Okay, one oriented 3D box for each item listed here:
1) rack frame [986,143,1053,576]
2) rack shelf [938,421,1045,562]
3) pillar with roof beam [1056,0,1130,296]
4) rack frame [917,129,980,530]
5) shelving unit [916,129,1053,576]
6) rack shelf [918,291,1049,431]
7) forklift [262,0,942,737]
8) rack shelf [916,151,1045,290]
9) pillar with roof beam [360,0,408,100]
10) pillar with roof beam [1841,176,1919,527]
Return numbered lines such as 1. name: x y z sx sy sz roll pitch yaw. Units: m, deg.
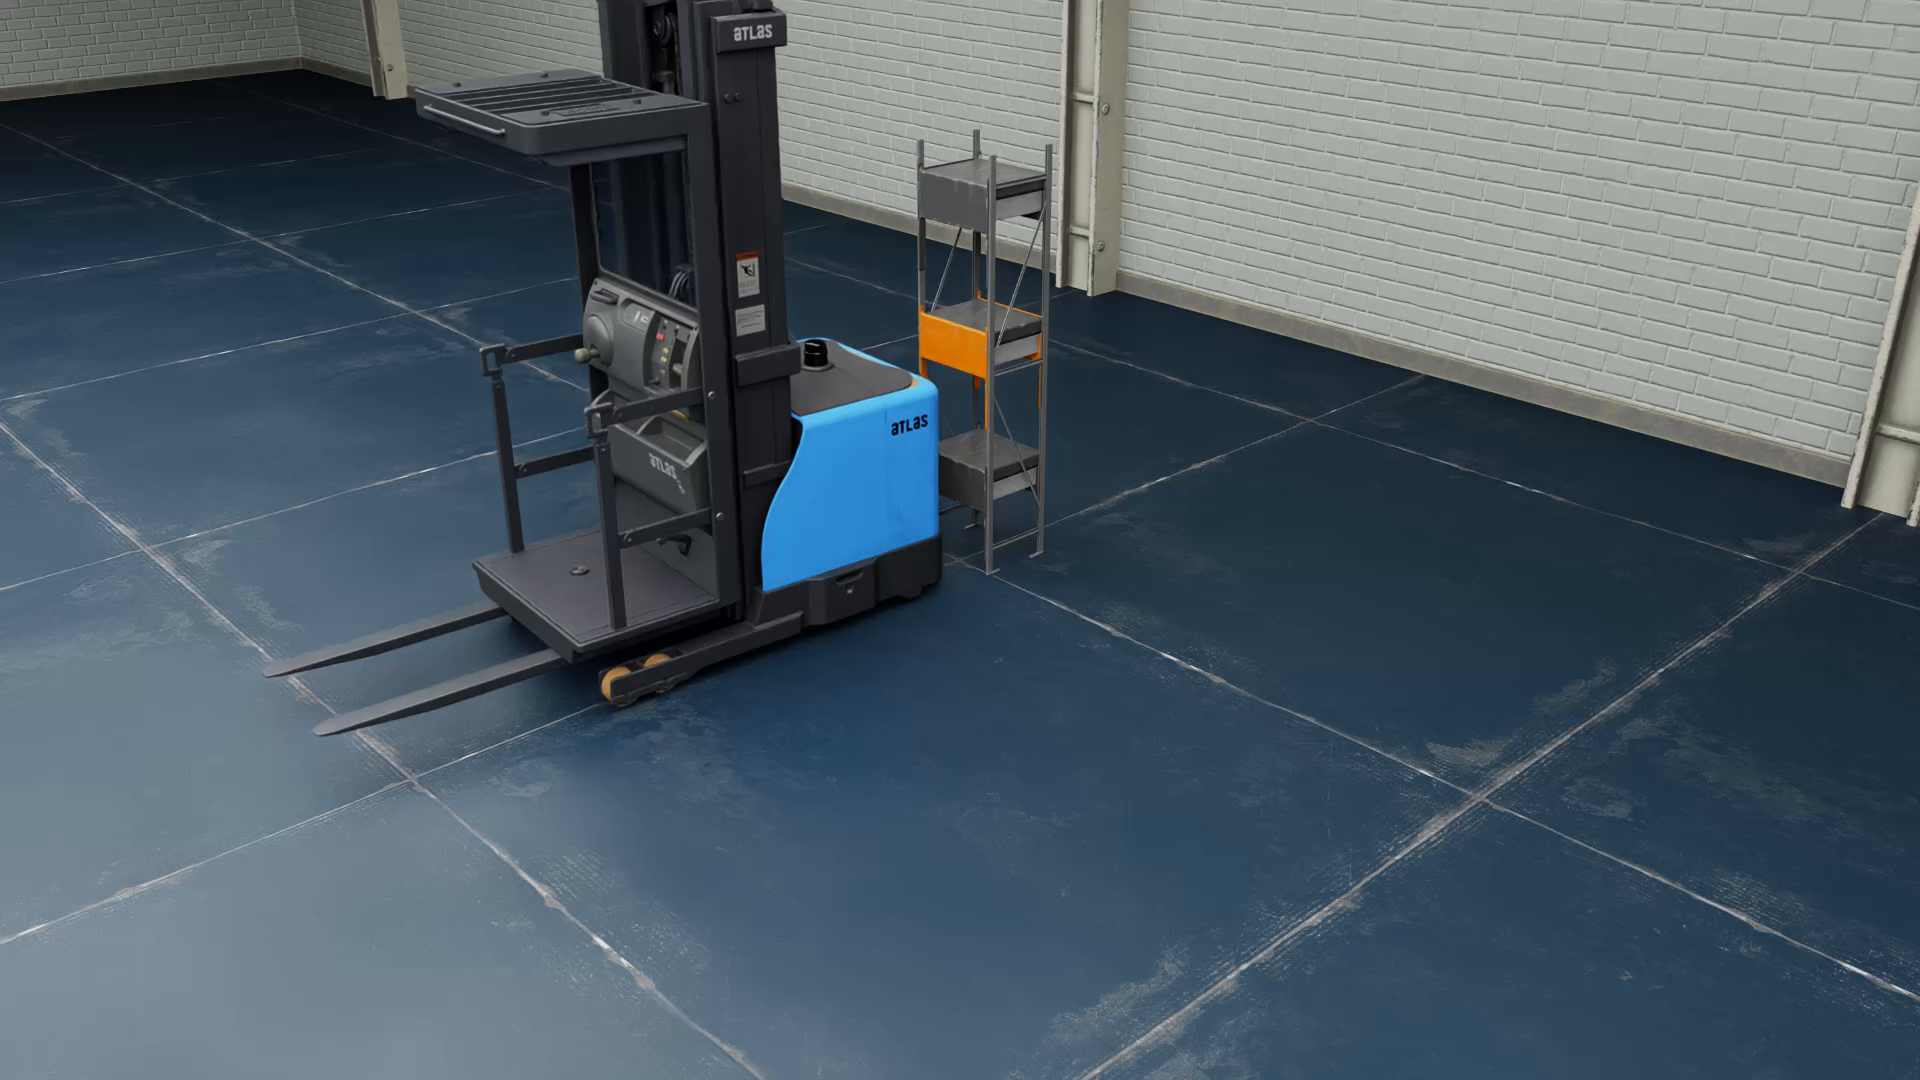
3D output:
1. rack frame: 0.280 -0.831 8.042 0.400 2.100 0.015 -21 32 -38
2. rack shelf: 0.113 -0.256 8.500 0.431 0.518 0.480 -21 32 -38
3. pillar with roof beam: -2.143 -4.863 8.569 9.100 9.000 0.400 -21 32 -38
4. rack frame: -0.054 -0.979 8.366 0.400 2.100 0.015 -21 32 -38
5. shelving unit: 0.113 -0.905 8.204 0.431 2.100 0.503 -21 32 -38
6. rack shelf: 0.113 -0.893 8.210 0.431 0.518 0.480 -21 32 -38
7. forklift: -1.553 -0.863 7.110 3.031 2.935 1.130 -18 30 -35
8. rack shelf: 0.113 -1.530 7.919 0.431 0.518 0.480 -21 32 -38
9. pillar with roof beam: -10.345 -8.499 16.538 9.100 9.000 0.400 -21 32 -38
10. pillar with roof beam: 1.957 -3.046 4.584 9.100 9.000 0.400 -21 32 -38
